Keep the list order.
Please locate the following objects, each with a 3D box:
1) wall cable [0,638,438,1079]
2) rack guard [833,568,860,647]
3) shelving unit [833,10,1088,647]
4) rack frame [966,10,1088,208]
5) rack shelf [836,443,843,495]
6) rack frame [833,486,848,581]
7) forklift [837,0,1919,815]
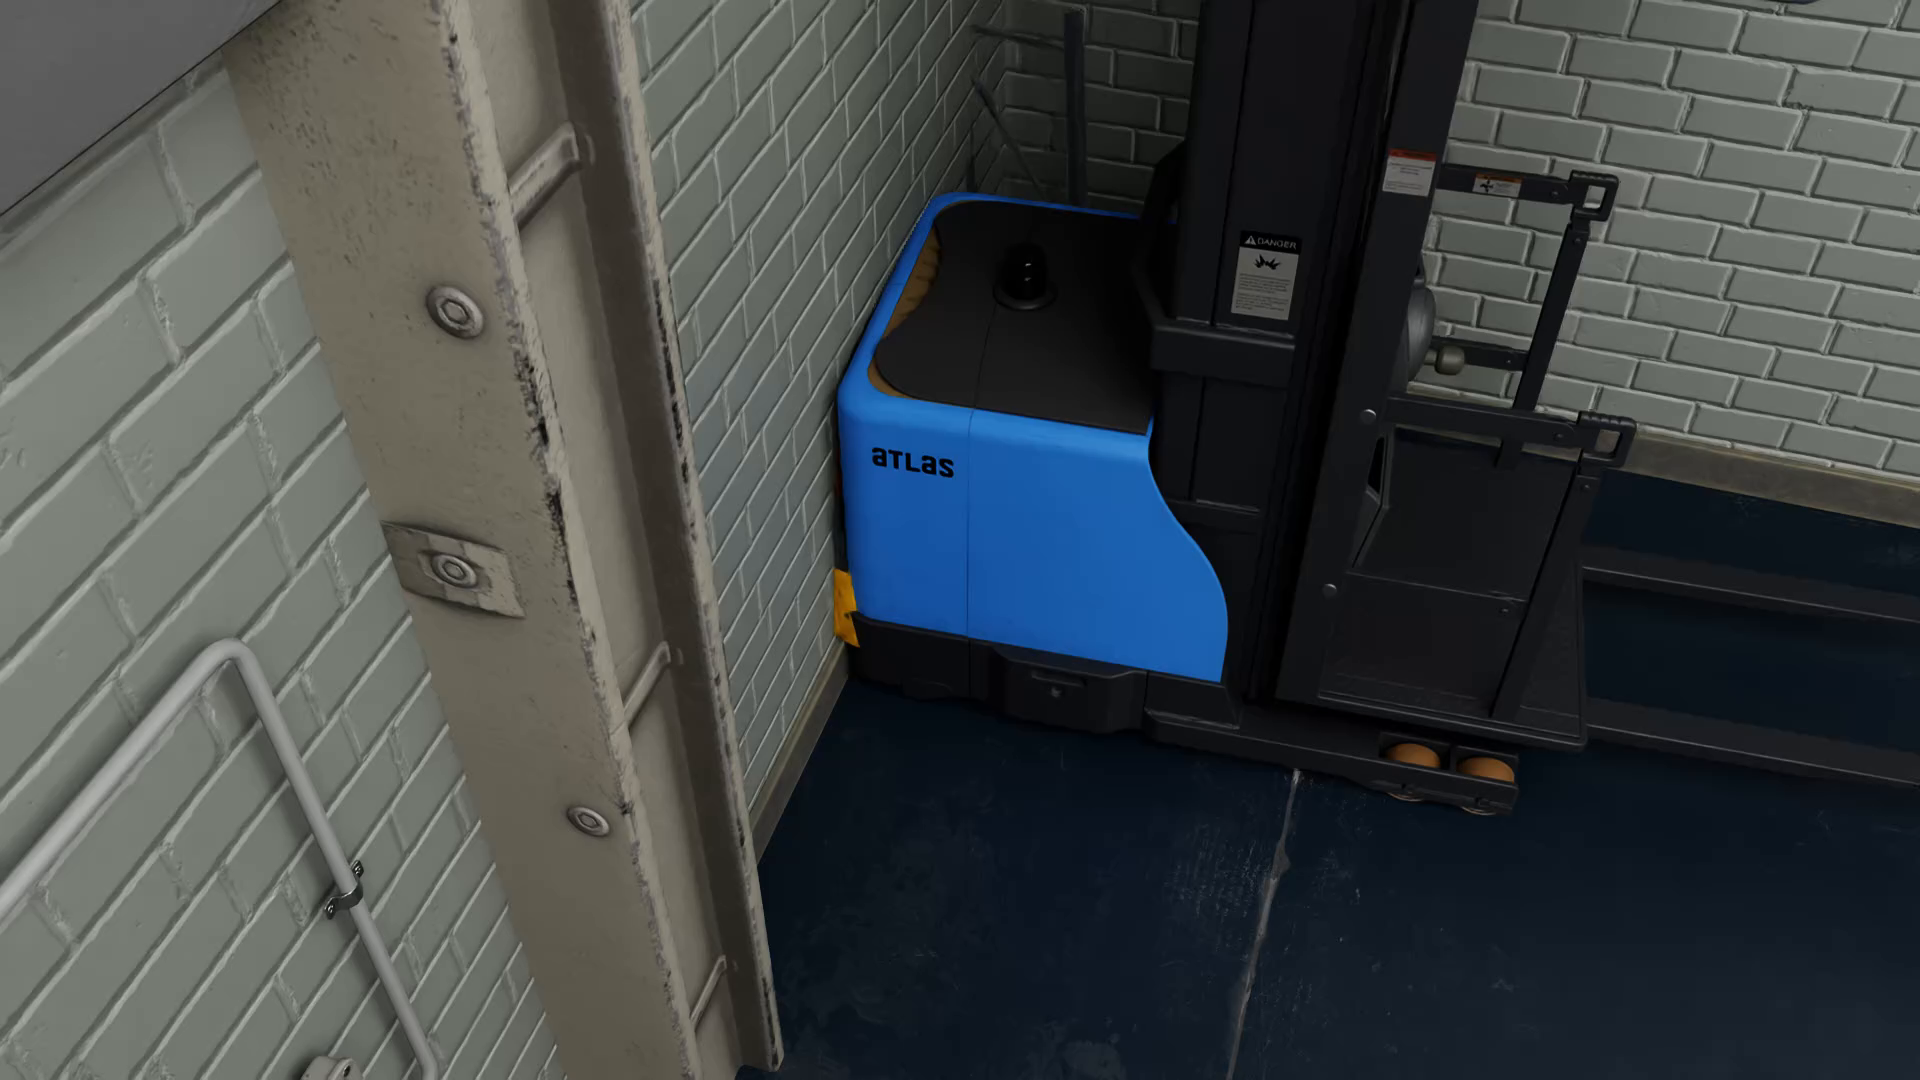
[{"bbox_3d":[-1.133,0.823,1.538,0.084,1.984,1.851,13,46,13],"label":"wall cable"},{"bbox_3d":[-0.471,0.079,4.793,0.087,0.250,0.587,-31,42,-34],"label":"rack guard"},{"bbox_3d":[-0.161,-0.654,4.728,1.083,1.500,0.587,-31,42,-34],"label":"shelving unit"},{"bbox_3d":[0.192,-0.869,5.008,0.032,1.500,0.500,-31,42,-34],"label":"rack frame"},{"bbox_3d":[-0.155,-0.501,4.822,1.000,0.185,0.538,-31,42,-34],"label":"rack shelf"},{"bbox_3d":[-0.527,-0.432,4.437,0.032,1.500,0.500,-31,42,-34],"label":"rack frame"},{"bbox_3d":[1.252,-0.718,3.888,3.031,2.935,1.130,10,45,10],"label":"forklift"}]
